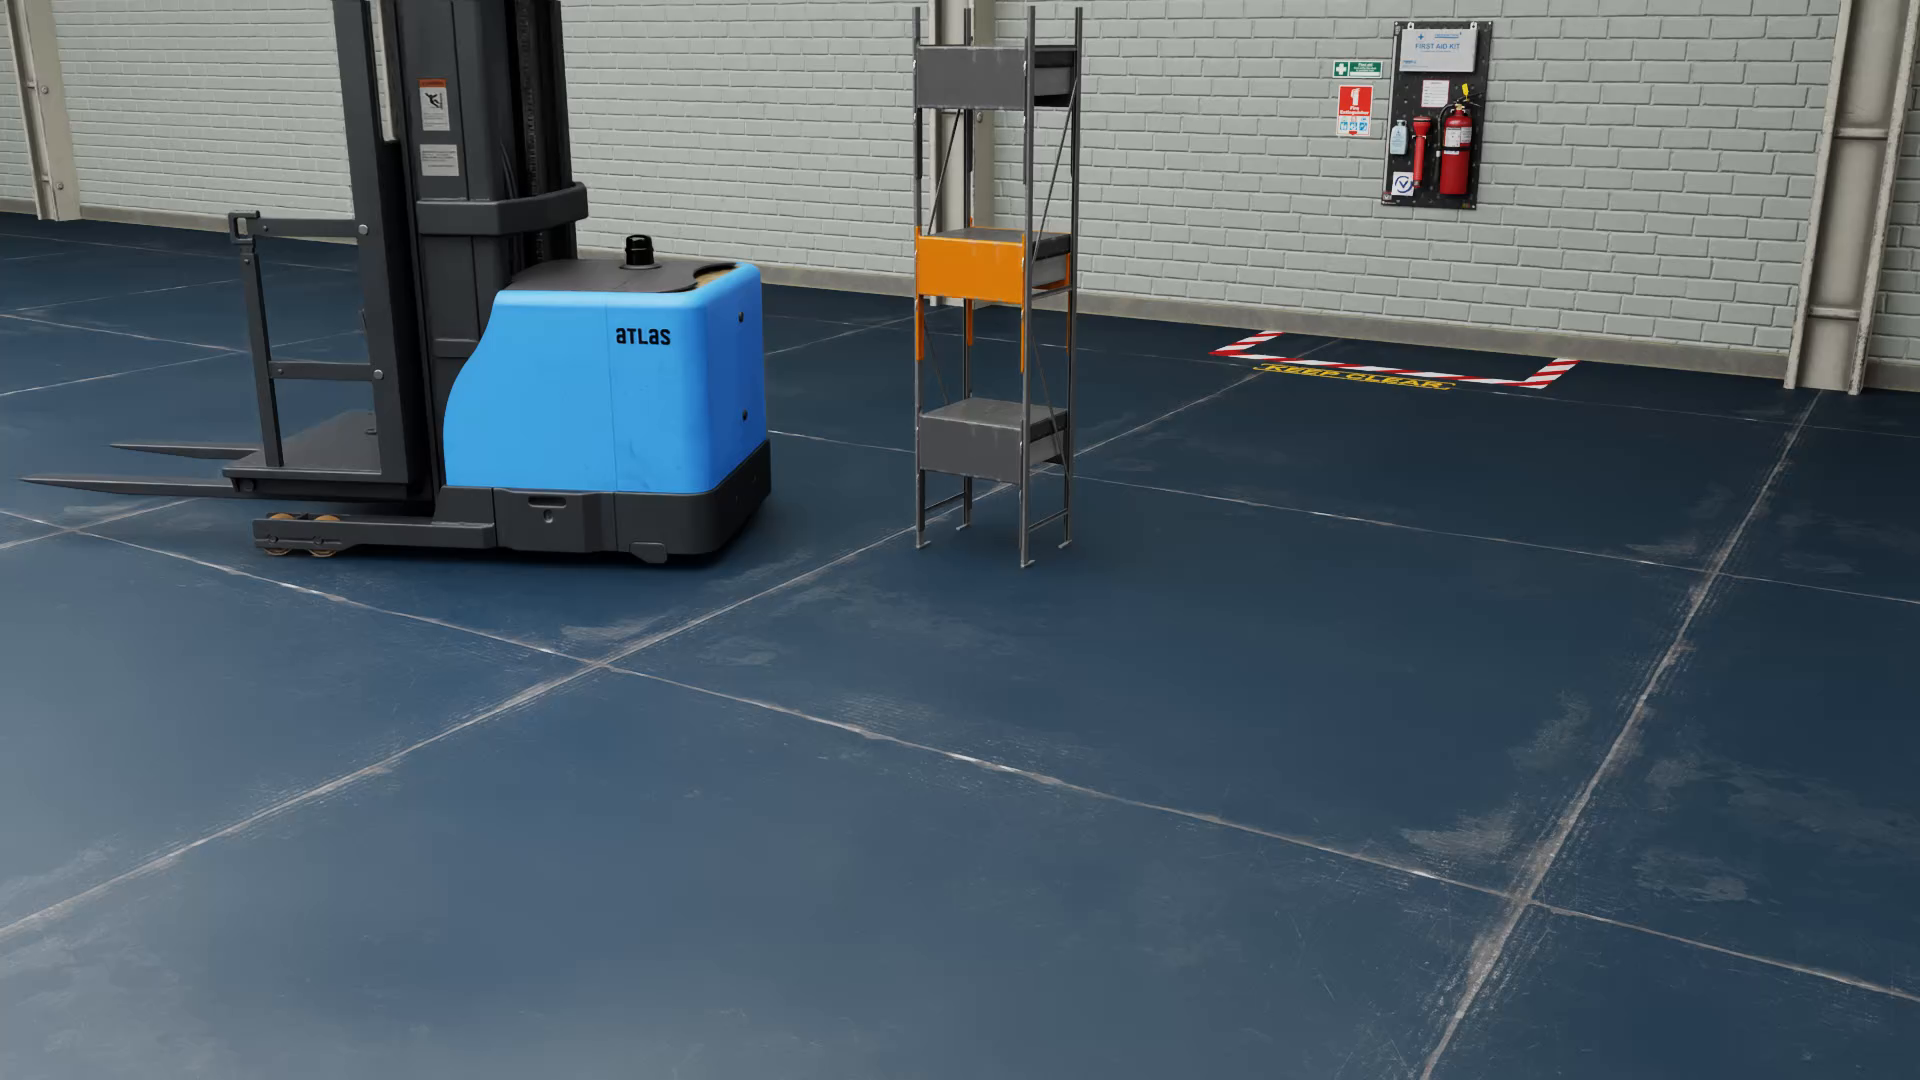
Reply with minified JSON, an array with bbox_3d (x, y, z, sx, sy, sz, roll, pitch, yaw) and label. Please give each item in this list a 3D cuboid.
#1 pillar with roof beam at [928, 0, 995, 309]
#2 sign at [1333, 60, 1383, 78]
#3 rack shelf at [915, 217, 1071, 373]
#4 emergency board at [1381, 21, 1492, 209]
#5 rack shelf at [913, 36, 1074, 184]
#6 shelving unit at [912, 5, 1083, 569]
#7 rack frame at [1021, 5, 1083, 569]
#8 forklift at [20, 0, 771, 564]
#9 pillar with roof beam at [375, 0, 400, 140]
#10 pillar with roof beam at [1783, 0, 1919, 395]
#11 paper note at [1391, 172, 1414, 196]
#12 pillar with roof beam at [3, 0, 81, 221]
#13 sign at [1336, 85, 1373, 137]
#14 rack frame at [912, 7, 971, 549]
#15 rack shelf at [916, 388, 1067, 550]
[{"bbox_3d":[-2.239,-5.061,8.060,0.400,9.000,9.100,10,20,30],"label":"pillar with roof beam"},{"bbox_3d":[2.623,-3.107,10.975,0.331,0.109,0.001,10,20,30],"label":"sign"},{"bbox_3d":[0.141,-0.966,6.497,0.480,0.518,0.431,10,20,30],"label":"rack shelf"},{"bbox_3d":[3.041,-2.730,10.706,0.643,1.169,0.194,10,20,30],"label":"emergency board"},{"bbox_3d":[0.141,-1.636,6.294,0.480,0.518,0.431,10,20,30],"label":"rack shelf"},{"bbox_3d":[0.141,-0.979,6.493,0.503,2.100,0.431,10,20,30],"label":"shelving unit"},{"bbox_3d":[0.349,-0.942,6.371,0.015,2.100,0.400,10,20,30],"label":"rack frame"},{"bbox_3d":[-2.390,-1.481,6.715,3.031,2.935,1.130,2,17,7],"label":"forklift"},{"bbox_3d":[-7.351,-5.974,11.065,0.400,9.000,9.100,10,20,30],"label":"pillar with roof beam"},{"bbox_3d":[2.874,-4.148,5.056,0.400,9.000,9.100,10,20,30],"label":"pillar with roof beam"},{"bbox_3d":[2.926,-2.352,10.979,0.142,0.148,0.016,10,20,30],"label":"paper note"},{"bbox_3d":[-12.464,-6.886,14.069,0.400,9.000,9.100,10,20,30],"label":"pillar with roof beam"},{"bbox_3d":[2.624,-2.856,11.062,0.234,0.329,0.001,10,20,30],"label":"sign"},{"bbox_3d":[-0.067,-1.017,6.615,0.015,2.100,0.400,10,20,30],"label":"rack frame"},{"bbox_3d":[0.141,-0.297,6.701,0.480,0.518,0.431,10,20,30],"label":"rack shelf"}]
